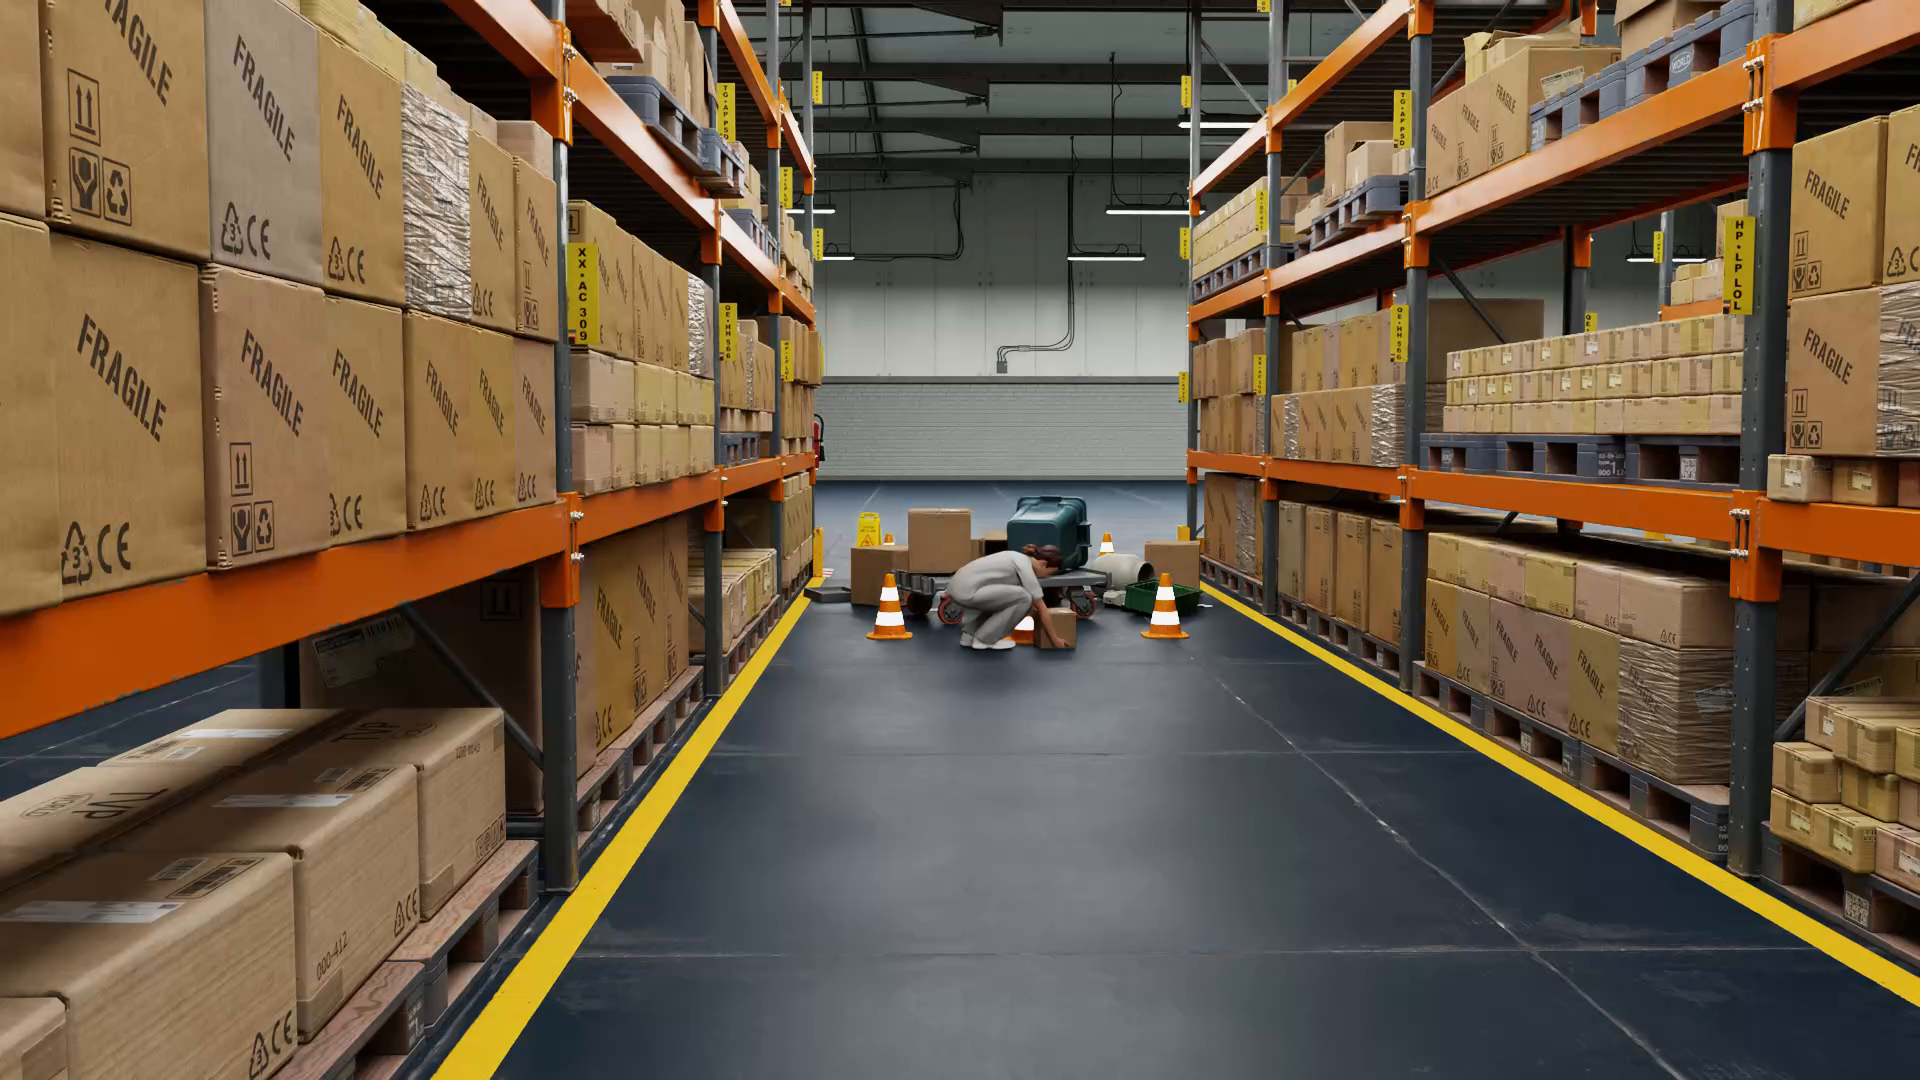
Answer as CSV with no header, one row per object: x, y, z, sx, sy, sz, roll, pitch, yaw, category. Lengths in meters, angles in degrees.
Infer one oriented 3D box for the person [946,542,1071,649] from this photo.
0.329,0.433,11.705,0.854,0.790,0.466,-1,4,-11,person
